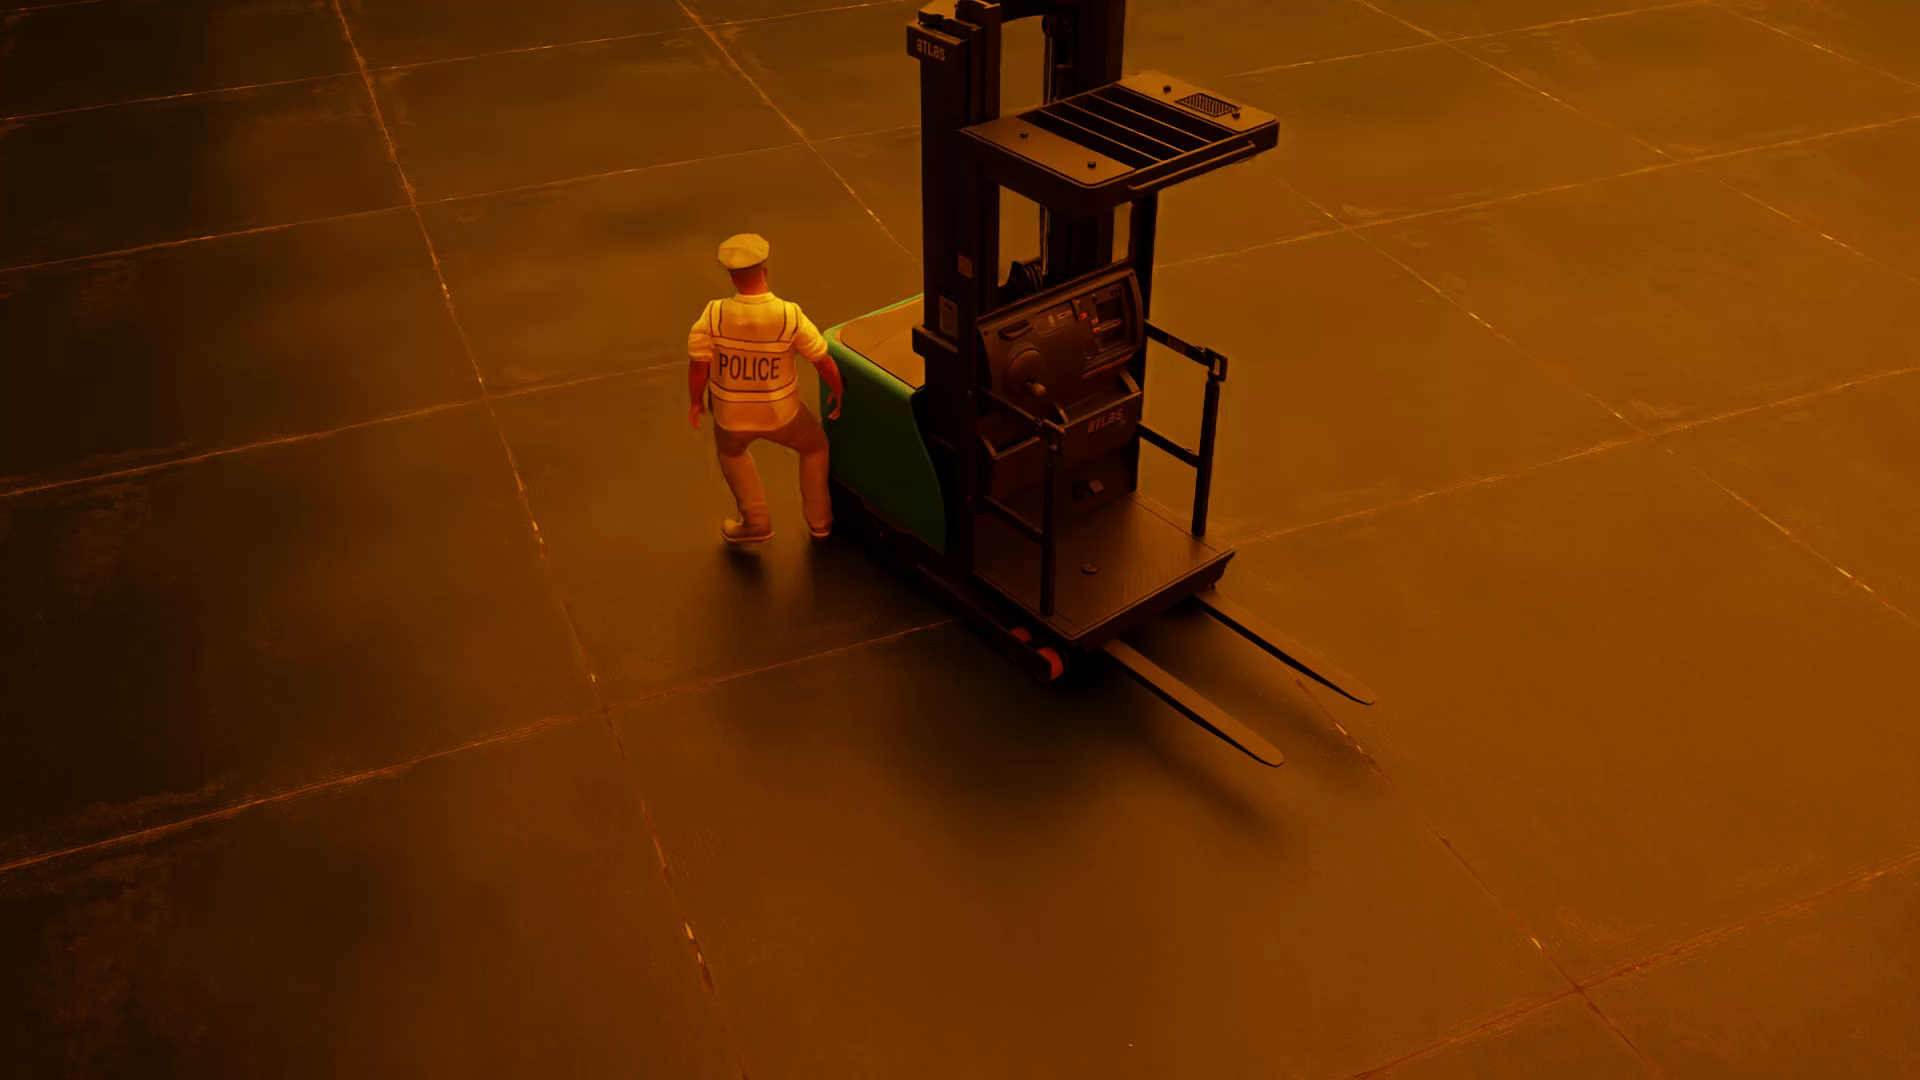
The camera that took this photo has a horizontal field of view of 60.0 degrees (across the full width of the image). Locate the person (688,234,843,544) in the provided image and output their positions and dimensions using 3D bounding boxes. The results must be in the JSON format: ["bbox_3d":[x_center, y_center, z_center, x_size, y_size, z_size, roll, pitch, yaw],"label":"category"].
[{"bbox_3d":[-0.948,-0.717,8.186,0.765,1.696,0.556,0,35,1],"label":"person"}]

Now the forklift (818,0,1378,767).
[{"bbox_3d":[0.602,-0.867,7.318,1.130,2.935,3.031,-26,43,-31],"label":"forklift"}]
